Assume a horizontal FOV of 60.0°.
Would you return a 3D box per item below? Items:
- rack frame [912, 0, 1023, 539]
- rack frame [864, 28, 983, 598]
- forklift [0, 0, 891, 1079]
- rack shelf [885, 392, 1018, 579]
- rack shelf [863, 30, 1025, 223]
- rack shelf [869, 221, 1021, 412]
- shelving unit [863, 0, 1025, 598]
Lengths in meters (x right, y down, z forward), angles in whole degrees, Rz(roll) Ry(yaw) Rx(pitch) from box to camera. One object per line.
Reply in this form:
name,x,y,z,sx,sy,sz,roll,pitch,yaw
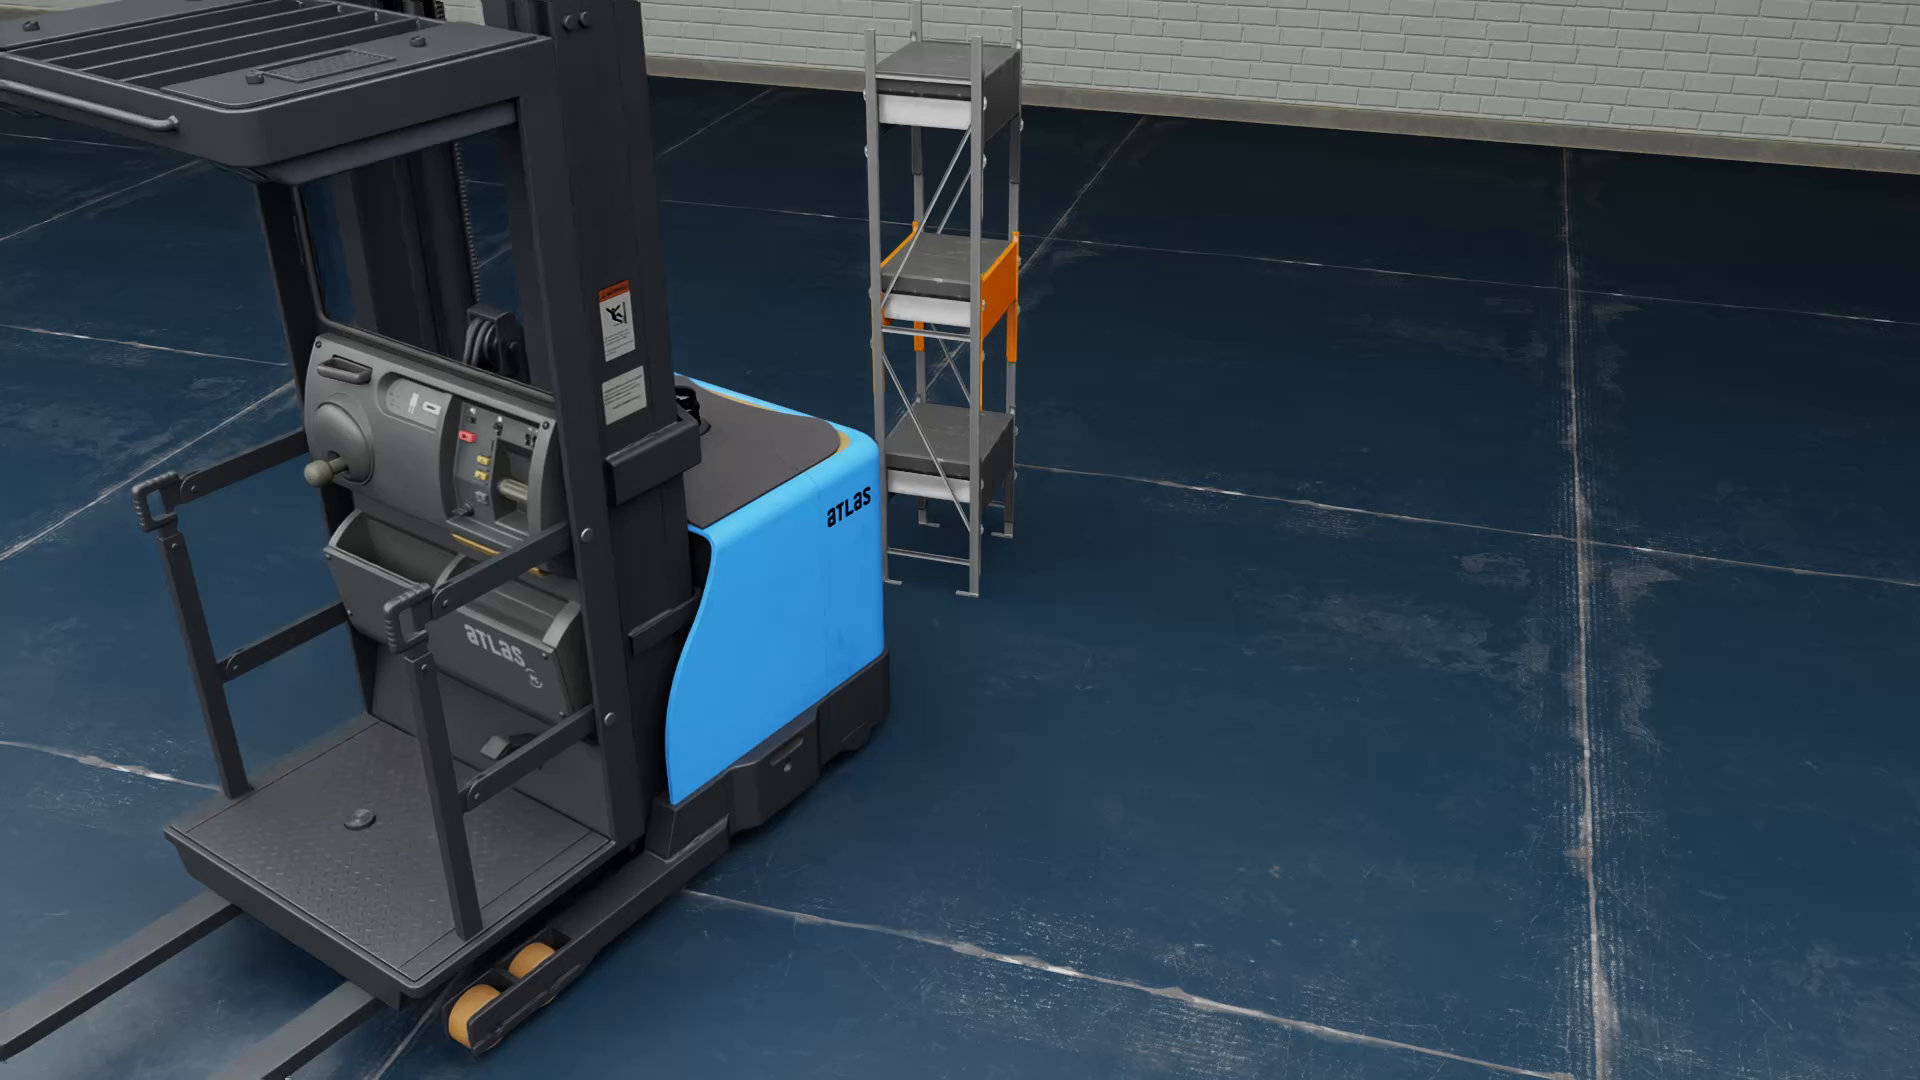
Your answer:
rack frame,0.023,-0.954,6.305,0.400,2.100,0.015,8,30,15
rack frame,-0.120,-0.727,5.897,0.400,2.100,0.015,8,30,15
forklift,-1.494,-0.214,4.119,1.130,2.935,3.031,19,34,30
rack shelf,-0.049,-0.217,6.448,0.431,0.518,0.480,8,30,15
rack shelf,-0.049,-1.440,5.768,0.431,0.518,0.480,8,30,15
rack shelf,-0.049,-0.829,6.108,0.431,0.518,0.480,8,30,15
shelving unit,-0.049,-0.841,6.101,0.431,2.100,0.503,8,30,15
